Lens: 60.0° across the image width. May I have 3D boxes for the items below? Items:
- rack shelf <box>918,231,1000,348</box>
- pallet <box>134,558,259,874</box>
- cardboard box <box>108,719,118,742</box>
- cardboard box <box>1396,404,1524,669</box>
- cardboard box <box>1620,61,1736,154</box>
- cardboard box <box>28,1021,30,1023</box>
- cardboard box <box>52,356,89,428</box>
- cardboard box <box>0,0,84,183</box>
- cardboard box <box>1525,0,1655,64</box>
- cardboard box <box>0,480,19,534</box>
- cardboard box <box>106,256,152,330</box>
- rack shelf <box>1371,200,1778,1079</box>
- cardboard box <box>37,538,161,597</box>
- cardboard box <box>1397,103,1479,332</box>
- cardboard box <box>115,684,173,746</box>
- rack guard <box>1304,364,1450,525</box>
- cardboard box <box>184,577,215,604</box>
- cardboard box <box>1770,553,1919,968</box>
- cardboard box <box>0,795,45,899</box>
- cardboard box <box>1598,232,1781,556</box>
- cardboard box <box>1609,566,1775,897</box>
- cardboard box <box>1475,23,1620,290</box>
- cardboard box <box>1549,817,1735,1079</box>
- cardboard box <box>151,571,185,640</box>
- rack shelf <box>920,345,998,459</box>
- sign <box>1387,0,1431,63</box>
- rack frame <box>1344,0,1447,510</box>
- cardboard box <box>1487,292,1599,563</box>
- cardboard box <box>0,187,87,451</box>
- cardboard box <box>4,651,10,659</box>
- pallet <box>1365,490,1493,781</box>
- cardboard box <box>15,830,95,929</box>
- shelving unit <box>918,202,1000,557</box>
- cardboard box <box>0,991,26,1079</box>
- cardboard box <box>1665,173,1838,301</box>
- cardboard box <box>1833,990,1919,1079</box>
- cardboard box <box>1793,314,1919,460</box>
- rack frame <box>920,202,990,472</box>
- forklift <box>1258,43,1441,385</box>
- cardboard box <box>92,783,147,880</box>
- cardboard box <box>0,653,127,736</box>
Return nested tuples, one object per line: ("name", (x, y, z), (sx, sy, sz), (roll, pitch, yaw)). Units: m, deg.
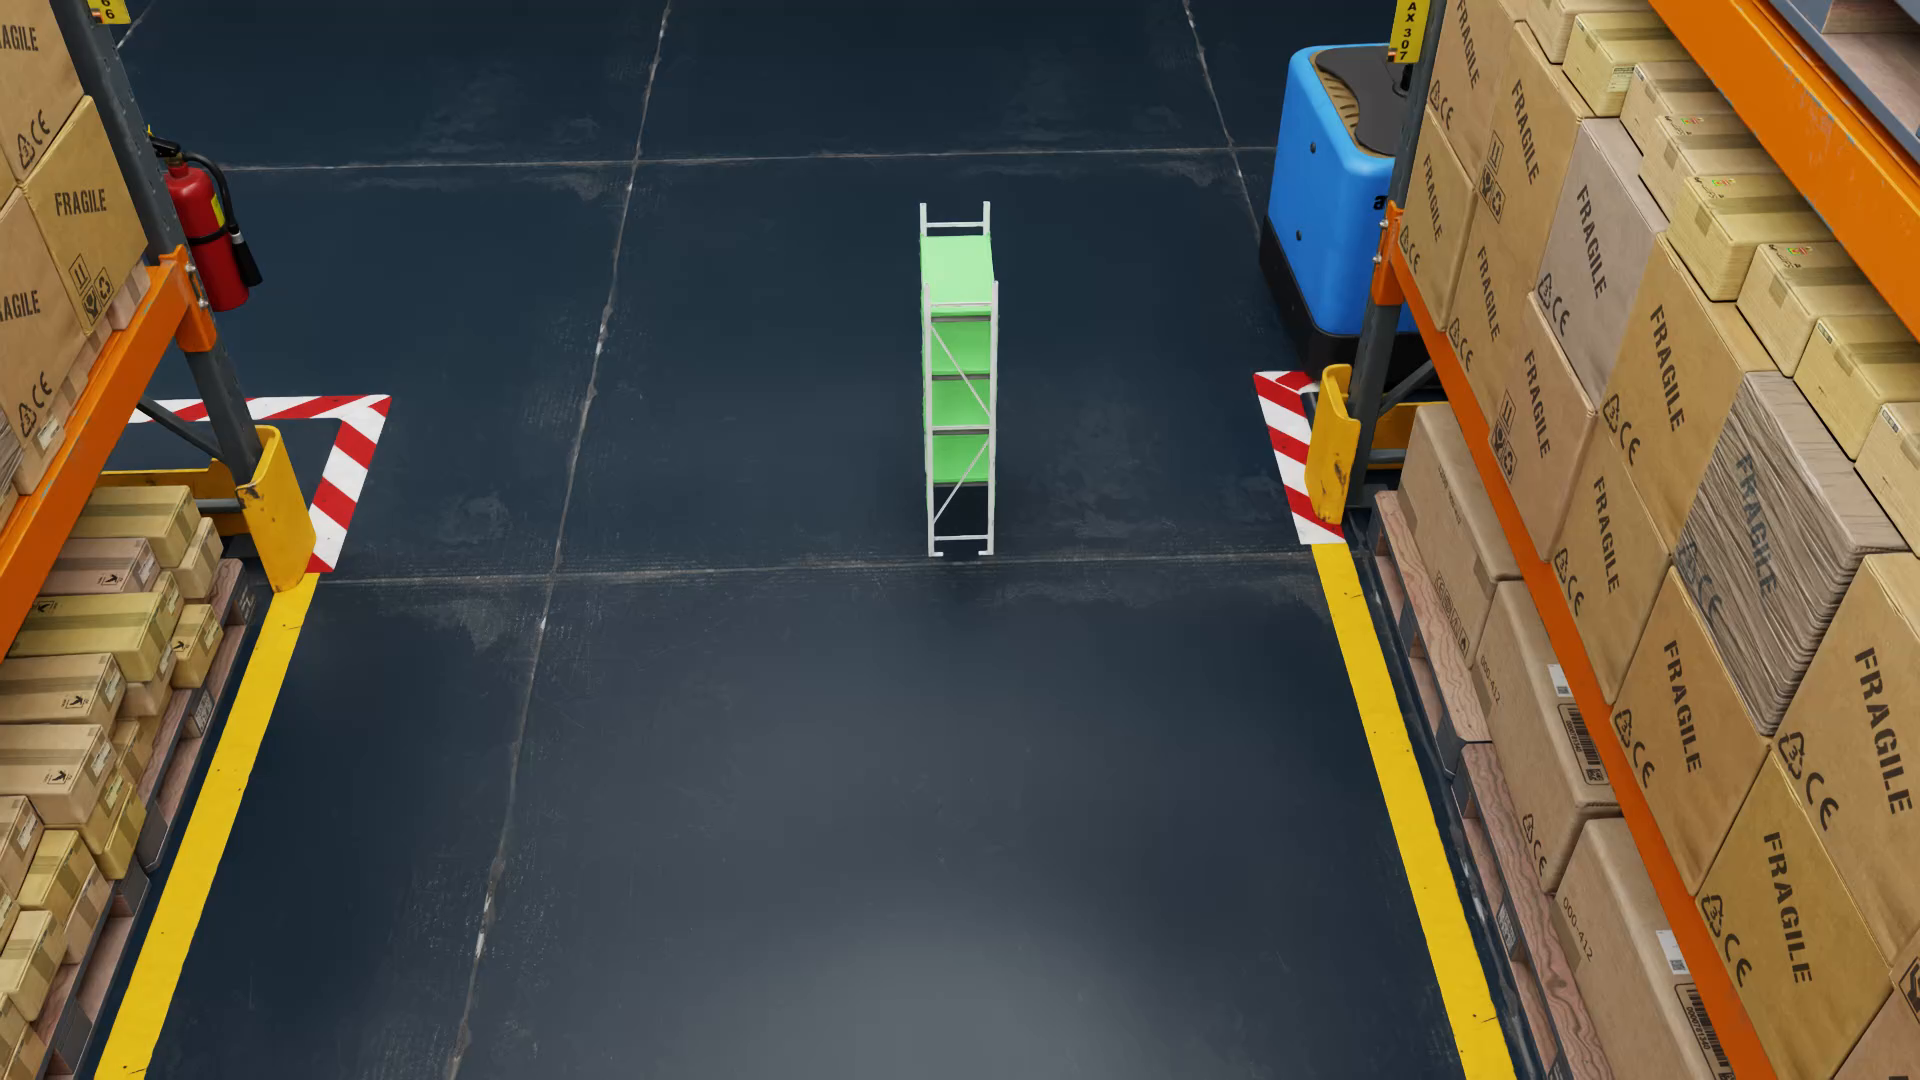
("rack shelf", (-0.007, -0.861, 5.685), (0.258, 0.148, 0.480), (-2, 43, -2))
("pallet", (-3.000, 0.561, 5.482), (1.003, 0.211, 1.213), (-2, 43, -2))
("cardboard box", (-2.763, 0.602, 4.953), (0.380, 0.149, 0.250), (-2, 43, -2))
("cardboard box", (2.066, -0.046, 5.666), (0.875, 0.438, 0.875), (-3, 43, -3))
("cardboard box", (1.749, -0.969, 3.793), (0.380, 0.149, 0.250), (-1, 43, -1))
("cardboard box", (-2.711, 1.224, 4.494), (0.380, 0.149, 0.250), (-1, 43, -1))
("cardboard box", (-2.708, -0.426, 4.680), (0.380, 0.149, 0.250), (-2, 43, -2))
("cardboard box", (-2.735, -1.281, 4.394), (0.500, 0.500, 0.500), (-2, 43, -3))
("cardboard box", (1.656, -1.322, 4.178), (0.380, 0.149, 0.250), (0, 43, 0))
("cardboard box", (-2.692, -0.075, 4.298), (0.380, 0.149, 0.250), (-3, 43, -4))
("cardboard box", (-2.707, -0.764, 5.049), (0.380, 0.149, 0.250), (-2, 43, -2))
("rack shelf", (2.023, 0.337, 4.195), (1.077, 0.370, 4.000), (-2, 43, -2))
("cardboard box", (-2.774, 0.130, 5.247), (0.380, 0.149, 0.250), (-1, 43, -1))
("cardboard box", (1.672, -0.983, 5.028), (0.500, 0.500, 0.500), (-2, 43, -2))
("cardboard box", (-2.735, 0.529, 5.252), (0.380, 0.149, 0.250), (-2, 43, -2))
("rack guard", (1.937, -0.373, 6.287), (1.175, 0.500, 0.348), (-2, 43, -2))
("cardboard box", (-2.772, 0.177, 5.636), (0.380, 0.149, 0.250), (-1, 43, -1))
("cardboard box", (1.799, 0.363, 2.820), (0.500, 0.500, 0.500), (-2, 43, -2))
("cardboard box", (-2.721, 0.839, 4.474), (0.380, 0.149, 0.250), (-3, 43, -3))
("cardboard box", (1.755, -0.319, 3.564), (0.500, 0.500, 0.500), (-1, 43, -2))
("cardboard box", (1.770, 0.393, 3.527), (0.500, 0.500, 0.500), (-2, 43, -2))
("cardboard box", (1.703, -1.003, 4.310), (0.500, 0.500, 0.500), (-3, 43, -3))
("cardboard box", (2.150, 1.180, 4.328), (0.875, 0.438, 0.875), (-3, 43, -3))
("cardboard box", (-2.738, 0.244, 5.342), (0.380, 0.149, 0.250), (-3, 43, -3))
("rack shelf", (-0.007, -0.507, 6.010), (0.258, 0.148, 0.480), (-2, 43, -2))
("sign", (1.384, -1.615, 5.093), (0.100, 0.325, 0.005), (-2, 43, -2))
("rack frame", (1.938, -1.278, 5.425), (1.000, 3.000, 0.127), (-2, 43, -2))
("cardboard box", (1.725, -0.298, 4.282), (0.500, 0.500, 0.500), (-2, 43, -2))
("cardboard box", (-2.710, -0.571, 4.359), (0.500, 0.500, 0.500), (-2, 43, -2))
("cardboard box", (-3.183, 0.429, 5.141), (0.380, 0.149, 0.250), (-1, 43, -1))
("pallet", (2.051, 0.287, 5.781), (1.003, 0.211, 1.213), (-2, 43, -2))
("cardboard box", (-2.644, 0.940, 4.583), (0.380, 0.149, 0.250), (0, 43, 0))
("shelving unit", (-0.007, -0.554, 5.966), (0.258, 1.200, 0.503), (-2, 43, -2))
("cardboard box", (-2.620, 1.292, 4.199), (0.380, 0.149, 0.250), (-2, 43, -2))
("cardboard box", (1.701, -0.627, 3.420), (0.380, 0.149, 0.250), (-3, 43, -3))
("cardboard box", (1.833, 1.079, 2.779), (0.500, 0.500, 0.500), (-1, 43, -1))
("cardboard box", (1.786, -0.286, 3.048), (0.380, 0.149, 0.250), (-2, 43, -3))
("rack frame", (-0.017, -0.719, 6.146), (0.240, 1.200, 0.015), (-2, 43, -2))
("forklift", (2.899, -2.106, 6.379), (3.031, 2.935, 1.130), (-4, 43, -4))
("cardboard box", (-2.638, 0.866, 4.885), (0.380, 0.149, 0.250), (-3, 43, -4))
("cardboard box", (-2.688, 0.478, 4.867), (0.380, 0.149, 0.250), (-3, 43, -4))
